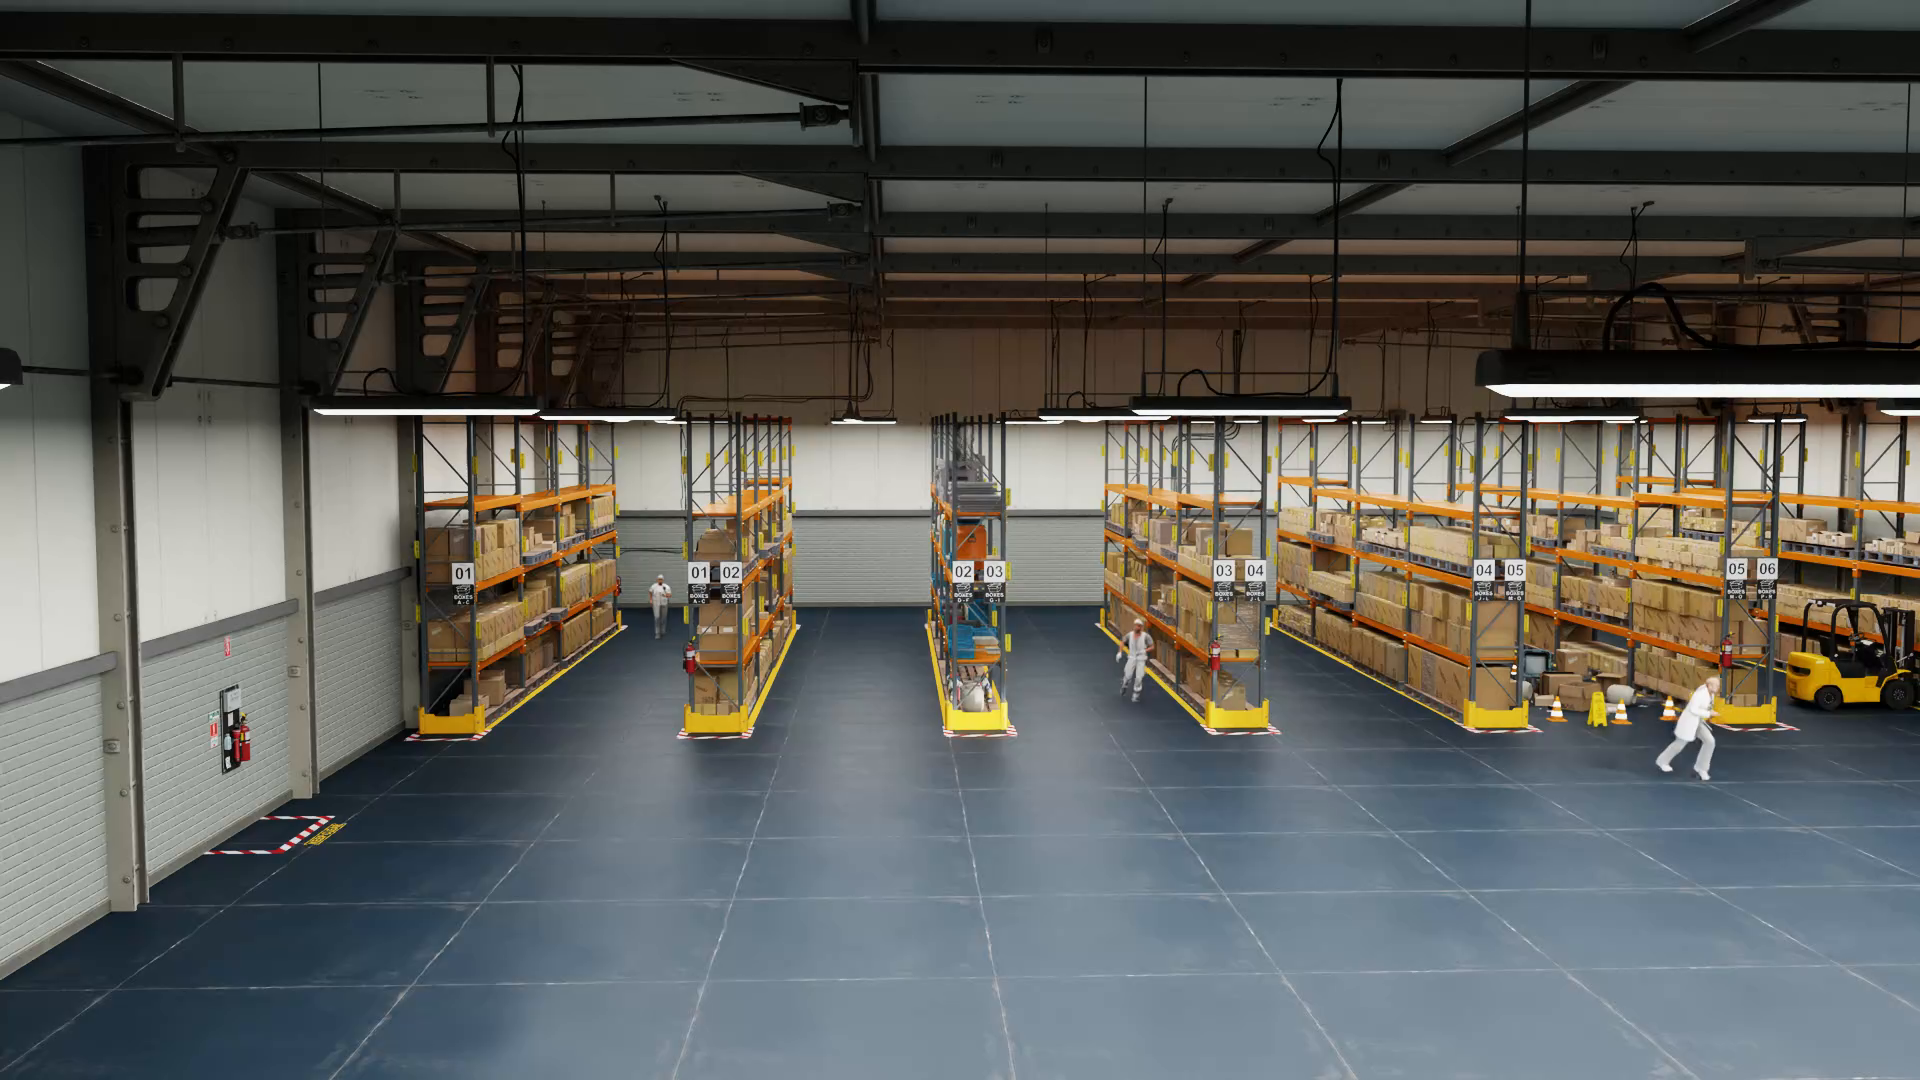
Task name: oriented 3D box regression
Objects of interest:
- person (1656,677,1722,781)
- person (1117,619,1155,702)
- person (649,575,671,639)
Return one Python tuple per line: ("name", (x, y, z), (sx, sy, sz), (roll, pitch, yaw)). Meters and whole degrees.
("person", (11.931, 3.065, 27.184), (0.753, 1.736, 1.072), (-3, 5, -42))
("person", (3.660, 2.513, 34.670), (0.795, 1.737, 0.527), (1, 4, 7))
("person", (-8.167, 1.807, 45.330), (0.584, 1.722, 0.802), (-1, 4, -16))
